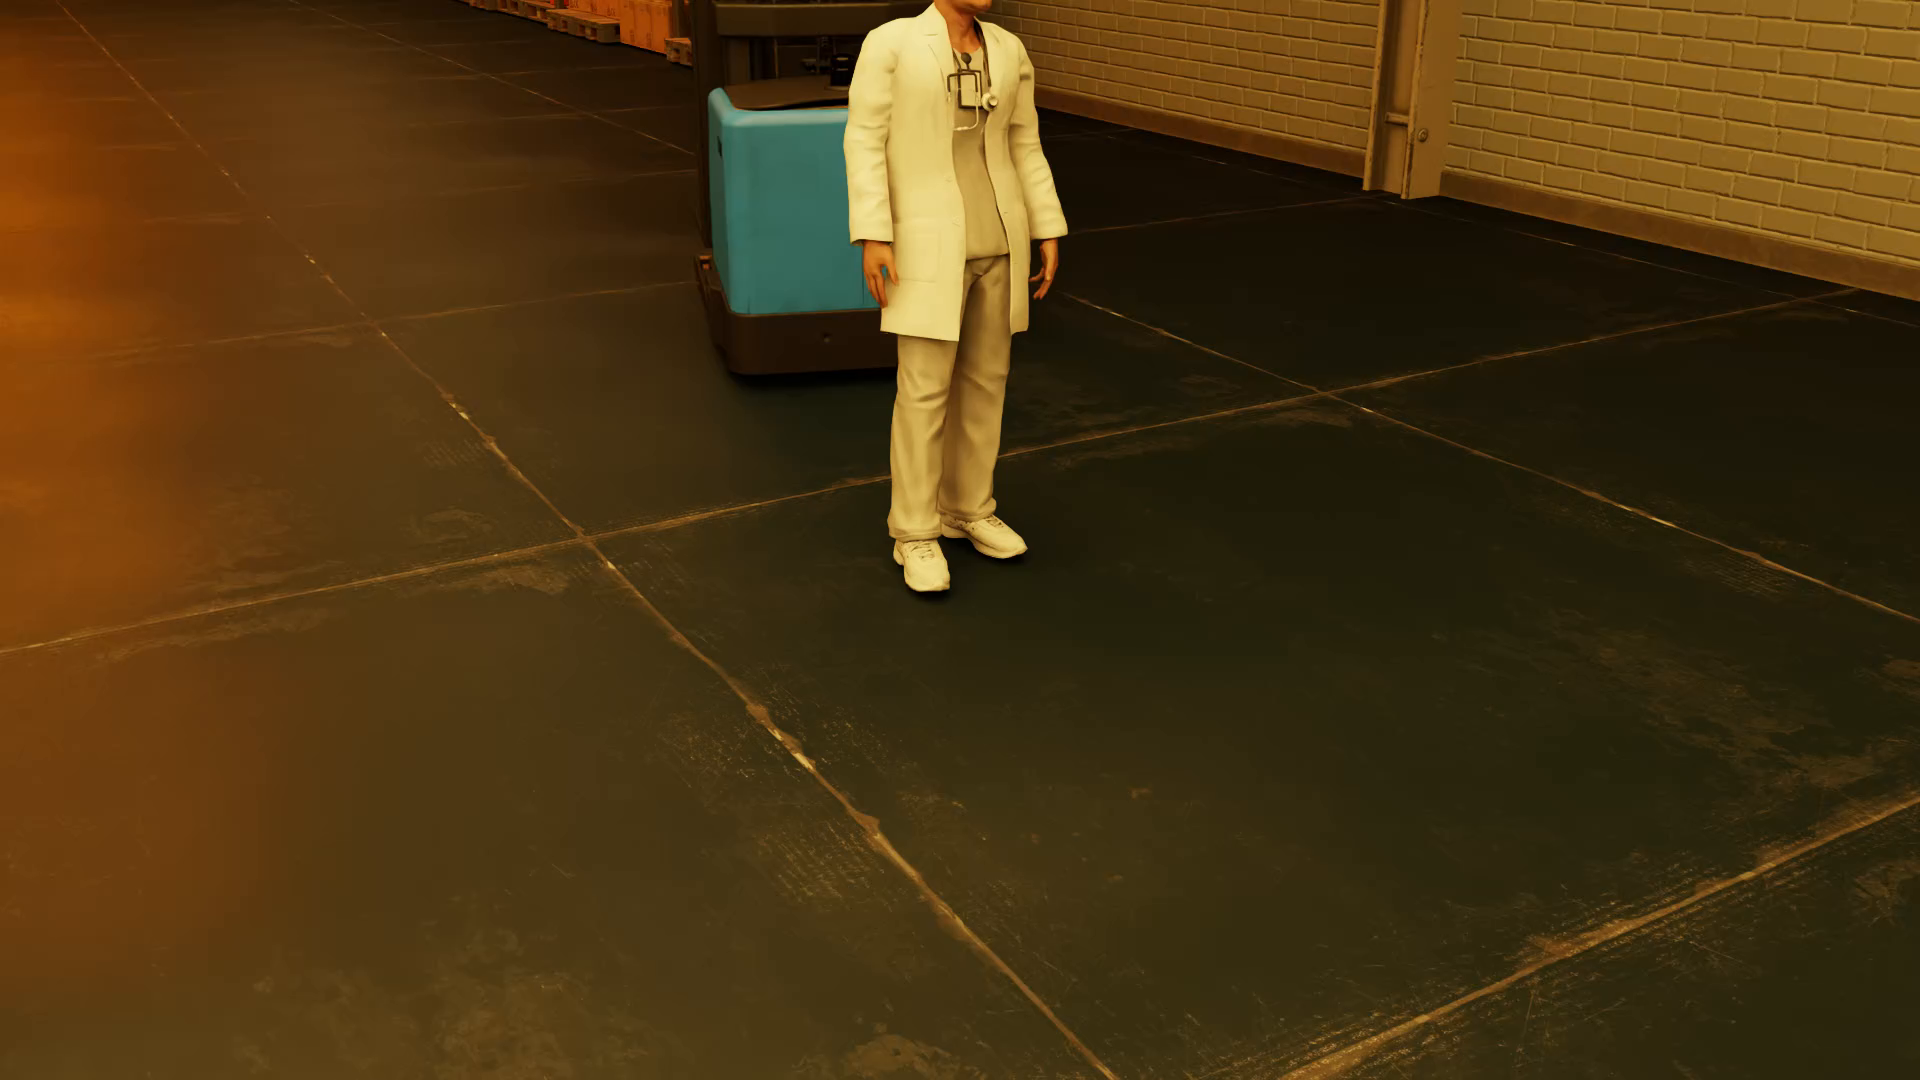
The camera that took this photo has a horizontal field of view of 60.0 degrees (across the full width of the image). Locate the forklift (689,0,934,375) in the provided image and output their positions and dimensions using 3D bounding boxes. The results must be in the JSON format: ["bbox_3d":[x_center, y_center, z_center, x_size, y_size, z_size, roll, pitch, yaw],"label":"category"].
[{"bbox_3d":[-0.687,-2.531,7.442,1.130,2.935,3.031,-5,23,-11],"label":"forklift"}]

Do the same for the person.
[{"bbox_3d":[0.043,-0.799,4.719,0.698,1.777,0.578,-12,25,-28],"label":"person"}]
